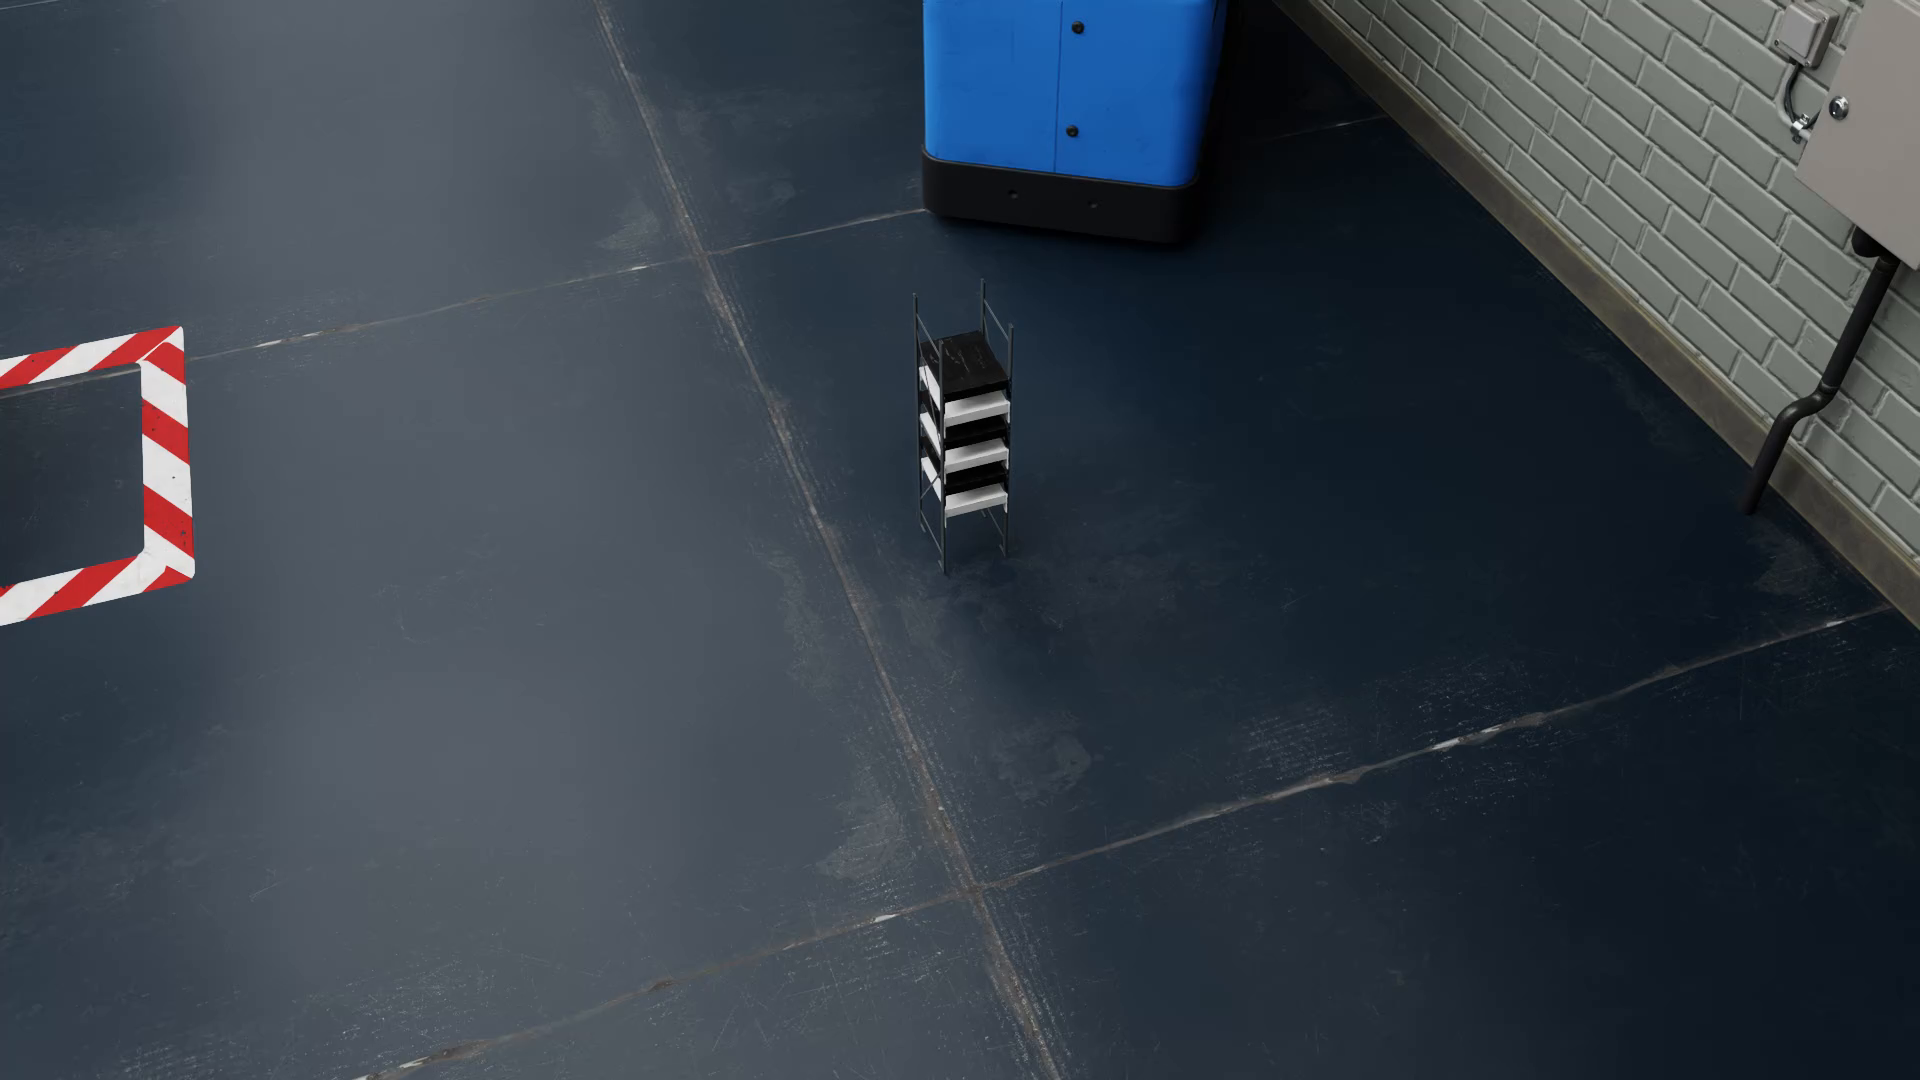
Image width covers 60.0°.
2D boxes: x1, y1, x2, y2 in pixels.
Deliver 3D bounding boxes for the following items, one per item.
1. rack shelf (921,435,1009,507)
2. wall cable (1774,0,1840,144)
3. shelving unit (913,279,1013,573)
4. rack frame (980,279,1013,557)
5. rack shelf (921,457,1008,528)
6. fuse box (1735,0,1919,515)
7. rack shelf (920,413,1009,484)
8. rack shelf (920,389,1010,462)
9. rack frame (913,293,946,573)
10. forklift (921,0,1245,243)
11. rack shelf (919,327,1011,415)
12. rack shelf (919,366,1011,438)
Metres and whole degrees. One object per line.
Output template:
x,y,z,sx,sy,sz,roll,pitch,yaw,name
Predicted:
0.008,-0.233,5.021,0.200,0.077,0.258,-14,47,-14,rack shelf
2.424,-1.985,4.393,0.122,1.984,0.588,-14,47,-14,wall cable
0.008,-0.320,4.933,0.210,0.900,0.258,-14,47,-14,shelving unit
0.103,-0.344,4.958,0.006,0.900,0.240,-14,47,-14,rack frame
0.008,-0.169,5.084,0.200,0.077,0.258,-14,47,-14,rack shelf
2.508,-0.679,4.718,0.414,1.711,0.539,-14,47,-14,fuse box
0.008,-0.296,4.957,0.200,0.077,0.258,-14,47,-14,rack shelf
0.008,-0.360,4.893,0.200,0.077,0.258,-14,47,-14,rack shelf
-0.088,-0.295,4.909,0.006,0.900,0.240,-14,47,-14,rack frame
0.670,-3.213,6.383,1.130,2.935,3.031,9,46,9,forklift
0.008,-0.487,4.766,0.200,0.077,0.258,-14,47,-14,rack shelf
0.008,-0.423,4.829,0.200,0.077,0.258,-14,47,-14,rack shelf
